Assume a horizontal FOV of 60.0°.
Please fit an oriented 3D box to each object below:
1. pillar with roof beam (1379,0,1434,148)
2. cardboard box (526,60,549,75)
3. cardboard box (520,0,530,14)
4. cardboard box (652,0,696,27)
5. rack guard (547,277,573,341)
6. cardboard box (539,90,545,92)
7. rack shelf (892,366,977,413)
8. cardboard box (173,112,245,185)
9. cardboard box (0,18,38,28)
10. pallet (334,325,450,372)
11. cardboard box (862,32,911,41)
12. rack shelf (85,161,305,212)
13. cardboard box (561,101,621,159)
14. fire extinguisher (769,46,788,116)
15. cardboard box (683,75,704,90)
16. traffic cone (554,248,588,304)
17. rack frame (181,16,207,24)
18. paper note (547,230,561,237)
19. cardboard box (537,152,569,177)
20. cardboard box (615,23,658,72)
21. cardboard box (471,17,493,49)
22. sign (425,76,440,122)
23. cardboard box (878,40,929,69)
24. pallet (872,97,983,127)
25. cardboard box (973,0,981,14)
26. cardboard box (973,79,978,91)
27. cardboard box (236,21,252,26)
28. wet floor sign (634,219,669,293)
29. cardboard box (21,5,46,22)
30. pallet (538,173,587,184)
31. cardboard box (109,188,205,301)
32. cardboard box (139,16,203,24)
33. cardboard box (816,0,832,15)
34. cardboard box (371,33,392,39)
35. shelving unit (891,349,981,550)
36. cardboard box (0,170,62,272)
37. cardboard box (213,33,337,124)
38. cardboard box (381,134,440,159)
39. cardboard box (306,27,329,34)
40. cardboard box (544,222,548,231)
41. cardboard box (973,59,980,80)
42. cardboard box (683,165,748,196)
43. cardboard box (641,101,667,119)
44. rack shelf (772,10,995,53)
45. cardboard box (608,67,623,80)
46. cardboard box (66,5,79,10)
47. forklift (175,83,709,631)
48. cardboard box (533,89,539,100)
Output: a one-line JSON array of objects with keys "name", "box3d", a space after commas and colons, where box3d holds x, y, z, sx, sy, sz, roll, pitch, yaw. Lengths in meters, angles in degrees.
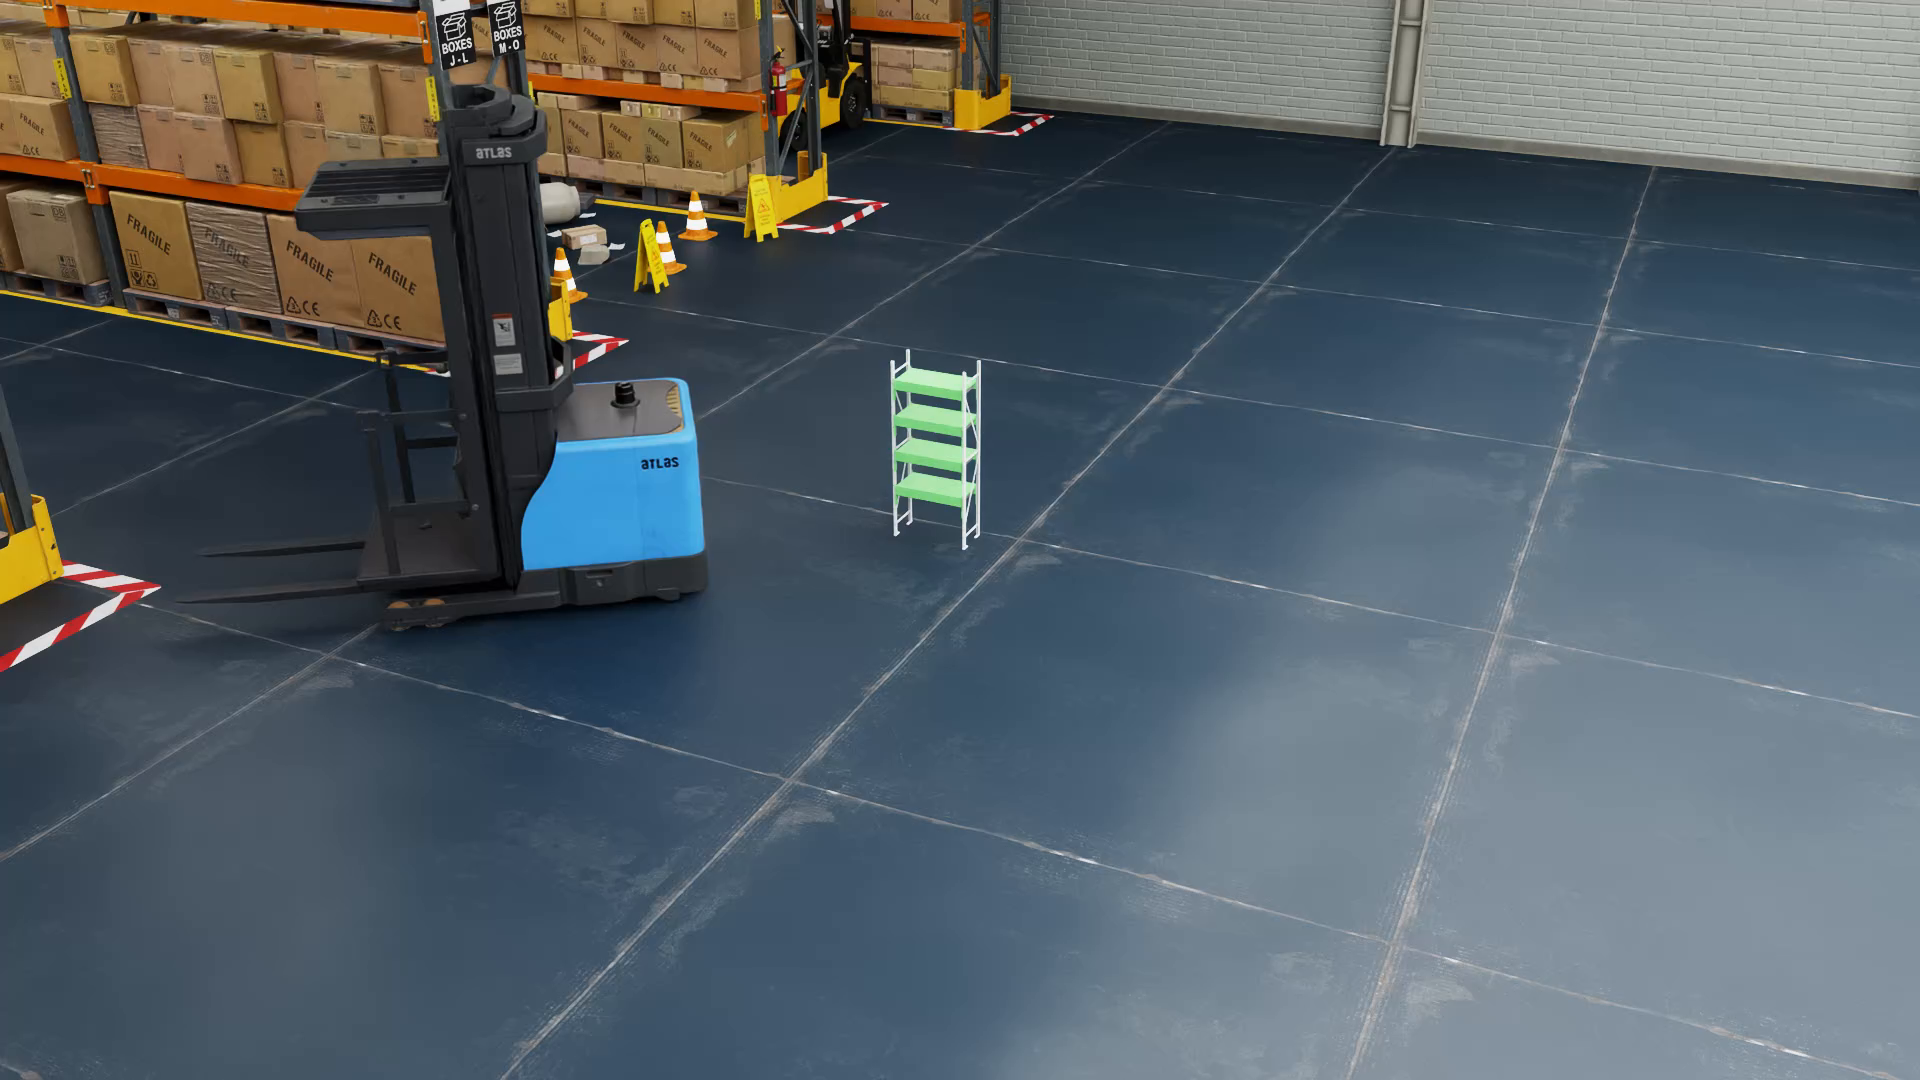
[{"name": "pillar with roof beam", "box3d": [3.701, -7.264, 15.315, 0.400, 9.000, 9.100, 11, 28, 22]}, {"name": "cardboard box", "box3d": [-4.540, -5.225, 18.251, 0.250, 0.149, 0.380, 12, 29, 23]}, {"name": "cardboard box", "box3d": [-4.644, -6.002, 17.963, 0.500, 0.500, 0.700, 12, 28, 22]}, {"name": "cardboard box", "box3d": [-2.783, -5.642, 17.232, 0.500, 0.500, 0.700, 12, 29, 22]}, {"name": "rack guard", "box3d": [-3.705, -1.779, 13.798, 0.348, 0.500, 1.175, 11, 28, 22]}, {"name": "cardboard box", "box3d": [-4.761, -4.936, 19.169, 0.500, 0.500, 0.500, 11, 28, 21]}, {"name": "rack shelf", "box3d": [-0.151, -0.942, 10.363, 0.480, 0.148, 0.258, 11, 28, 22]}, {"name": "cardboard box", "box3d": [-6.074, -3.403, 14.097, 0.550, 0.550, 0.875, 11, 28, 22]}, {"name": "cardboard box", "box3d": [-8.751, -4.404, 15.054, 0.500, 0.500, 0.700, 12, 28, 22]}, {"name": "pallet", "box3d": [-4.487, -1.769, 14.104, 1.213, 0.211, 1.003, 11, 28, 22]}, {"name": "cardboard box", "box3d": [-0.985, -6.663, 22.394, 0.500, 0.250, 0.500, 11, 28, 21]}, {"name": "rack shelf", "box3d": [-5.547, -2.948, 14.156, 4.000, 0.370, 1.077, 11, 28, 22]}, {"name": "cardboard box", "box3d": [-4.022, -4.531, 18.346, 0.500, 0.500, 0.500, 13, 29, 24]}, {"name": "fire extinguisher", "box3d": [-1.856, -4.673, 16.933, 0.183, 0.674, 0.296, 11, 28, 22]}, {"name": "cardboard box", "box3d": [-2.700, -4.841, 17.471, 0.250, 0.149, 0.380, 11, 28, 21]}, {"name": "traffic cone", "box3d": [-3.622, -2.435, 15.172, 0.334, 0.463, 0.336, 11, 28, 22]}, {"name": "rack frame", "box3d": [-9.052, -6.377, 20.306, 0.127, 3.000, 1.000, 11, 28, 22]}, {"name": "paper note", "box3d": [-4.165, -3.165, 17.156, 0.142, 0.019, 0.148, 23, 35, 39]}, {"name": "cardboard box", "box3d": [-4.495, -4.291, 18.706, 0.500, 0.250, 0.500, 13, 29, 25]}, {"name": "cardboard box", "box3d": [-3.286, -5.267, 17.602, 0.500, 0.500, 0.500, 11, 28, 22]}, {"name": "cardboard box", "box3d": [-5.126, -5.631, 18.341, 0.500, 0.500, 0.500, 11, 28, 22]}, {"name": "sign", "box3d": [-3.964, -3.315, 12.508, 0.005, 0.325, 0.100, 11, 28, 22]}, {"name": "cardboard box", "box3d": [-0.734, -6.364, 21.785, 0.500, 0.250, 0.500, 12, 29, 23]}, {"name": "pallet", "box3d": [-0.432, -5.782, 22.256, 1.213, 0.211, 1.003, 11, 28, 22]}, {"name": "cardboard box", "box3d": [-0.054, -7.157, 21.779, 0.500, 0.500, 0.500, 12, 29, 23]}, {"name": "cardboard box", "box3d": [-0.085, -6.034, 22.247, 0.500, 0.250, 0.500, 11, 28, 22]}, {"name": "cardboard box", "box3d": [-8.360, -6.184, 19.724, 0.250, 0.149, 0.380, 9, 28, 18]}, {"name": "wet floor sign", "box3d": [-2.881, -2.640, 15.381, 0.232, 0.644, 0.267, 6, 27, 13]}, {"name": "cardboard box", "box3d": [-11.471, -6.660, 21.051, 0.500, 0.250, 0.500, 11, 28, 21]}, {"name": "pallet", "box3d": [-4.785, -4.286, 19.216, 1.213, 0.211, 1.003, 11, 28, 22]}, {"name": "cardboard box", "box3d": [-6.824, -2.728, 14.826, 0.875, 0.875, 0.875, 12, 29, 23]}, {"name": "cardboard box", "box3d": [-9.620, -6.297, 20.315, 0.500, 0.250, 0.500, 10, 28, 20]}, {"name": "cardboard box", "box3d": [-1.672, -7.219, 21.904, 0.500, 0.500, 0.500, 12, 28, 22]}, {"name": "cardboard box", "box3d": [-6.476, -5.792, 18.927, 0.250, 0.149, 0.380, 11, 28, 21]}, {"name": "shelving unit", "box3d": [-0.151, -0.569, 10.546, 0.503, 1.200, 0.258, 11, 28, 22]}, {"name": "cardboard box", "box3d": [-8.847, -3.071, 15.663, 0.750, 0.750, 1.050, 11, 28, 22]}, {"name": "cardboard box", "box3d": [-5.577, -3.805, 13.691, 0.500, 0.550, 0.875, 11, 28, 22]}, {"name": "cardboard box", "box3d": [-4.083, -3.022, 13.322, 0.550, 0.550, 0.875, 11, 28, 22]}, {"name": "cardboard box", "box3d": [-7.382, -6.003, 19.356, 0.250, 0.149, 0.380, 12, 29, 23]}, {"name": "cardboard box", "box3d": [-4.417, -3.097, 16.471, 0.637, 0.503, 0.797, -7, 27, -14]}, {"name": "cardboard box", "box3d": [-0.060, -6.259, 22.138, 0.500, 0.250, 0.500, 12, 29, 23]}, {"name": "cardboard box", "box3d": [-2.639, -3.913, 17.939, 0.500, 0.250, 0.500, 11, 28, 22]}, {"name": "cardboard box", "box3d": [-3.196, -4.625, 17.802, 0.250, 0.149, 0.380, 12, 29, 23]}, {"name": "rack shelf", "box3d": [-1.539, -6.953, 22.291, 4.000, 0.370, 1.077, 11, 28, 22]}, {"name": "cardboard box", "box3d": [-3.582, -5.071, 17.938, 0.250, 0.149, 0.380, 11, 28, 22]}, {"name": "cardboard box", "box3d": [-11.014, -6.792, 20.754, 0.500, 0.250, 0.500, 10, 28, 20]}, {"name": "forklift", "box3d": [-3.085, -1.040, 9.544, 3.031, 2.935, 1.130, -5, 27, -10]}, {"name": "cardboard box", "box3d": [-4.897, -4.964, 18.491, 0.250, 0.149, 0.380, 12, 29, 23]}]
